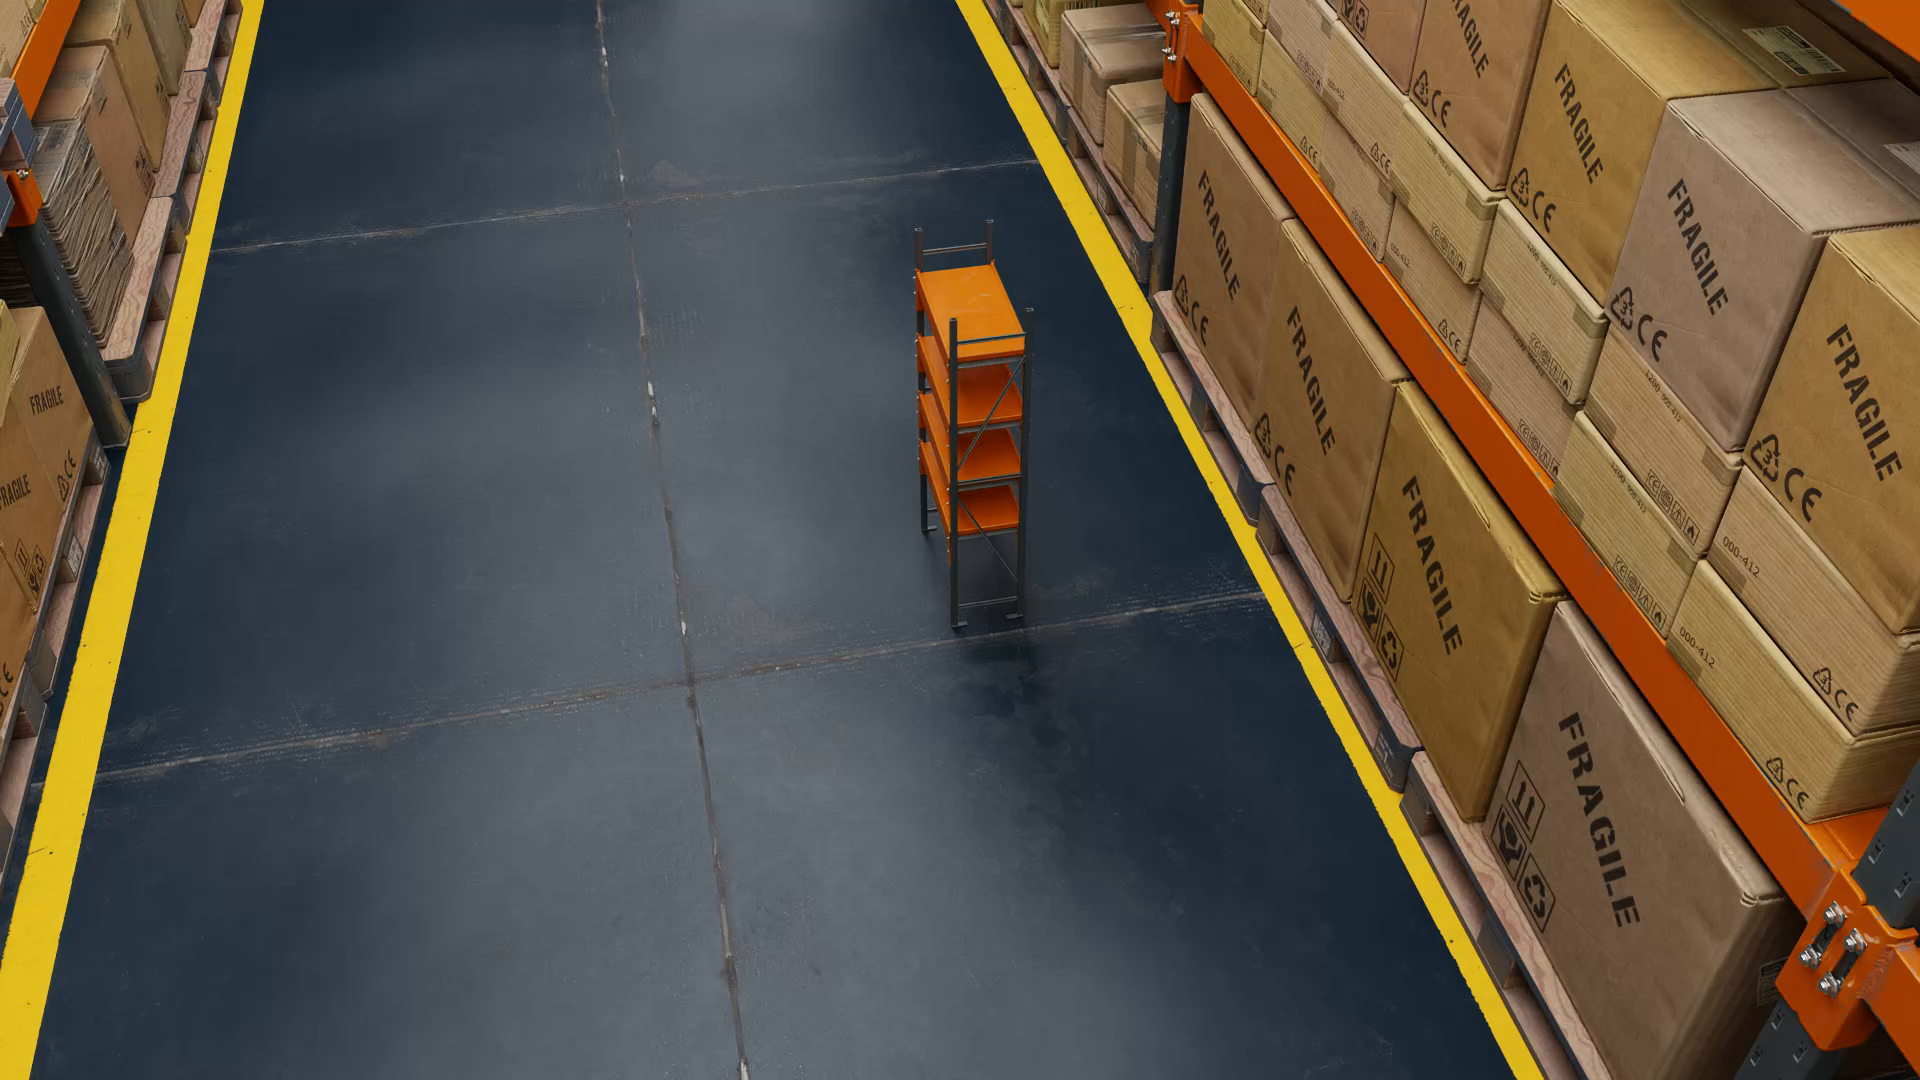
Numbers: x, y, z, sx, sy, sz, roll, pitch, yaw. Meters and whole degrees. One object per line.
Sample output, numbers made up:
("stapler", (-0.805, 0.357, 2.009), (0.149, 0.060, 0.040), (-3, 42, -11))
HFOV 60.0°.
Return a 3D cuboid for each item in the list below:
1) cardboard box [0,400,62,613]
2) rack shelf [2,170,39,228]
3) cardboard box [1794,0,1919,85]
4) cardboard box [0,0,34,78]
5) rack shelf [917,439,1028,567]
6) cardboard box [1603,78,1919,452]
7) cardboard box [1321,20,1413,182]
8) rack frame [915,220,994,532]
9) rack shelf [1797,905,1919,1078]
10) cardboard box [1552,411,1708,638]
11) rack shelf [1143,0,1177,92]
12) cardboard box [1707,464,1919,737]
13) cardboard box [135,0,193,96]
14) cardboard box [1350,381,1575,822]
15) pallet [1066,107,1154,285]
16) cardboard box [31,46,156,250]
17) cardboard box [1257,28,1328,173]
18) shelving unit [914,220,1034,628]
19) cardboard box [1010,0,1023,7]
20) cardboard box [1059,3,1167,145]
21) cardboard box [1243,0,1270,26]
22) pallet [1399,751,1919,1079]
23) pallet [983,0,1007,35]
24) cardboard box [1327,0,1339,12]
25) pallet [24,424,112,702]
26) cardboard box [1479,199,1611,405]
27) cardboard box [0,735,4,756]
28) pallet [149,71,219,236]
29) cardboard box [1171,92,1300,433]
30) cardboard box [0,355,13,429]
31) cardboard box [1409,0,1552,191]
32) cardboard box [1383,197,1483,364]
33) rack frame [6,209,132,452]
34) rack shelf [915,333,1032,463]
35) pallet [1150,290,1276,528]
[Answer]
("cardboard box", (-3.171, -0.080, 5.148), (0.500, 0.500, 0.500), (-9, 42, -10))
("rack shelf", (-3.139, 0.138, 3.877), (1.077, 0.370, 4.000), (-8, 42, -9))
("cardboard box", (2.082, -0.937, 3.718), (0.500, 0.500, 0.500), (-9, 42, -10))
("cardboard box", (-3.428, -1.694, 5.512), (0.500, 0.250, 0.500), (-8, 42, -9))
("rack shelf", (0.036, -0.143, 5.407), (0.258, 0.148, 0.480), (-8, 42, -9))
("cardboard box", (1.678, -0.547, 3.279), (0.500, 0.500, 0.500), (-8, 42, -8))
("cardboard box", (1.350, -1.248, 4.633), (0.500, 0.250, 0.500), (-8, 42, -9))
("rack frame", (-0.017, -0.500, 5.409), (0.240, 1.200, 0.015), (-8, 42, -9))
("rack shelf", (2.571, 2.017, 1.760), (1.077, 0.370, 4.000), (-8, 42, -9))
("cardboard box", (1.687, -0.077, 3.690), (0.500, 0.250, 0.500), (-9, 42, -10))
("rack shelf", (0.844, -3.168, 7.602), (1.077, 0.370, 4.000), (-8, 42, -9))
("cardboard box", (1.806, 0.070, 3.148), (0.500, 0.250, 0.500), (-8, 42, -9))
("cardboard box", (-4.150, -2.448, 7.721), (0.875, 0.625, 0.625), (-9, 42, -10))
("cardboard box", (1.724, 0.115, 4.646), (0.875, 0.875, 0.875), (-7, 42, -8))
("pallet", (1.108, -1.605, 7.399), (1.003, 0.211, 1.213), (-8, 42, -9))
("cardboard box", (-3.840, -1.525, 6.681), (0.875, 0.625, 0.625), (-7, 42, -8))
("cardboard box", (1.264, -1.401, 5.182), (0.500, 0.250, 0.500), (-9, 42, -11))
("shelving unit", (0.036, -0.341, 5.231), (0.258, 1.200, 0.503), (-8, 42, -9))
("cardboard box", (0.686, -3.103, 8.649), (0.950, 0.372, 0.625), (-6, 42, -7))
("cardboard box", (0.996, -2.160, 7.587), (0.950, 0.372, 0.625), (-9, 42, -10))
("cardboard box", (1.144, -1.908, 5.376), (0.500, 0.250, 0.500), (-9, 42, -10))
("pallet", (1.899, 1.005, 4.458), (1.003, 0.211, 1.213), (-8, 42, -9))
("pallet", (0.582, -3.187, 9.181), (1.003, 0.211, 1.213), (-8, 42, -9))
("cardboard box", (1.260, -1.877, 4.777), (0.500, 0.500, 0.500), (-8, 42, -9))
("pallet", (-3.446, 0.105, 5.473), (1.003, 0.211, 1.213), (-8, 42, -9))
("cardboard box", (1.573, -0.588, 3.889), (0.500, 0.250, 0.500), (-7, 42, -8))
("cardboard box", (-2.926, 0.593, 4.390), (0.500, 0.500, 0.500), (-10, 43, -11))
("pallet", (-3.970, -1.713, 7.521), (1.003, 0.211, 1.213), (-8, 42, -9))
("cardboard box", (1.343, -1.044, 5.951), (0.875, 0.875, 0.875), (-9, 42, -10))
("cardboard box", (-3.127, -0.436, 5.059), (0.380, 0.149, 0.250), (-10, 43, -12))
("cardboard box", (1.462, -1.212, 4.028), (0.500, 0.500, 0.500), (-8, 42, -9))
("cardboard box", (1.481, -0.741, 4.438), (0.500, 0.250, 0.500), (-8, 42, -9))
("rack frame", (-3.570, -1.427, 5.098), (1.000, 3.000, 0.127), (-8, 42, -9))
("rack shelf", (0.036, -0.458, 5.127), (0.258, 0.148, 0.480), (-8, 42, -9))
("pallet", (1.372, -0.576, 6.240), (1.003, 0.211, 1.213), (-8, 42, -9))
